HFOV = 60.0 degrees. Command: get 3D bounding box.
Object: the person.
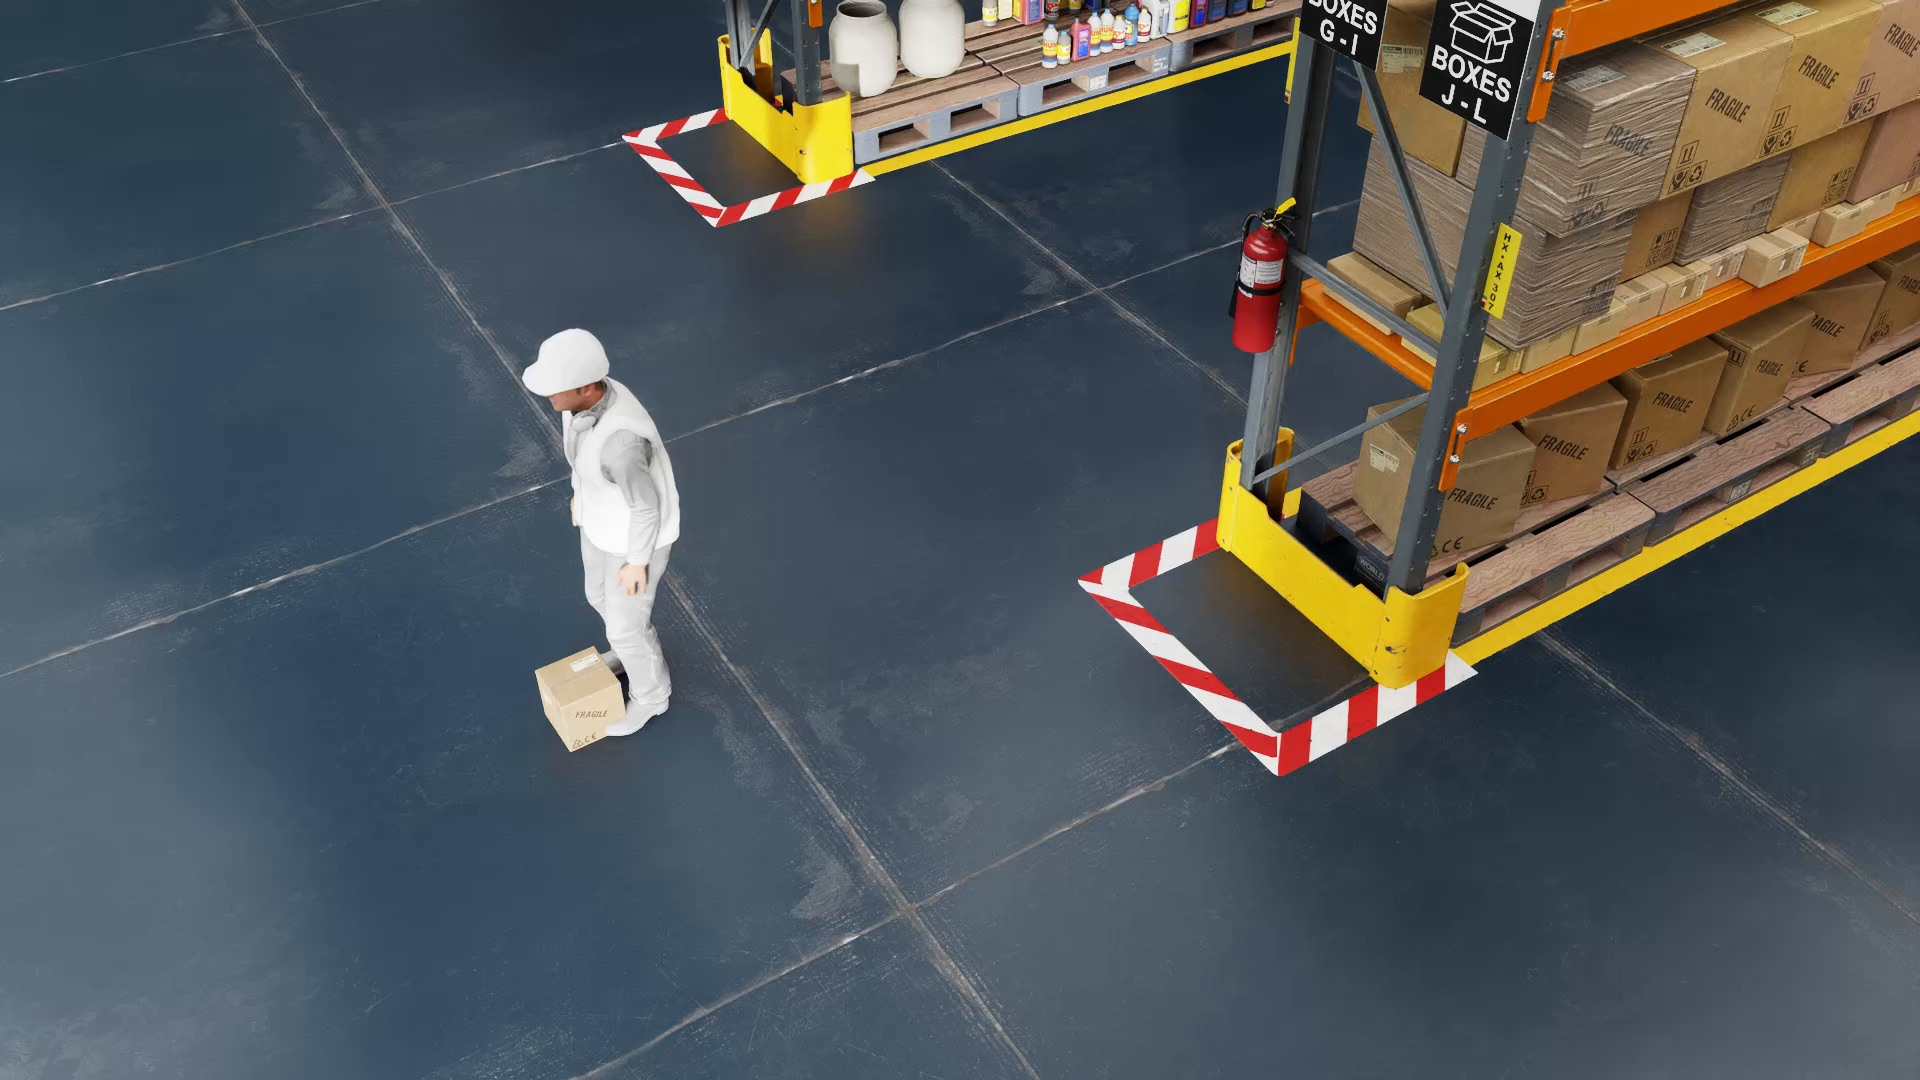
[{"bbox_3d":[-1.282,-0.048,6.195,0.463,1.769,0.581,-22,45,-24],"label":"person"}]
